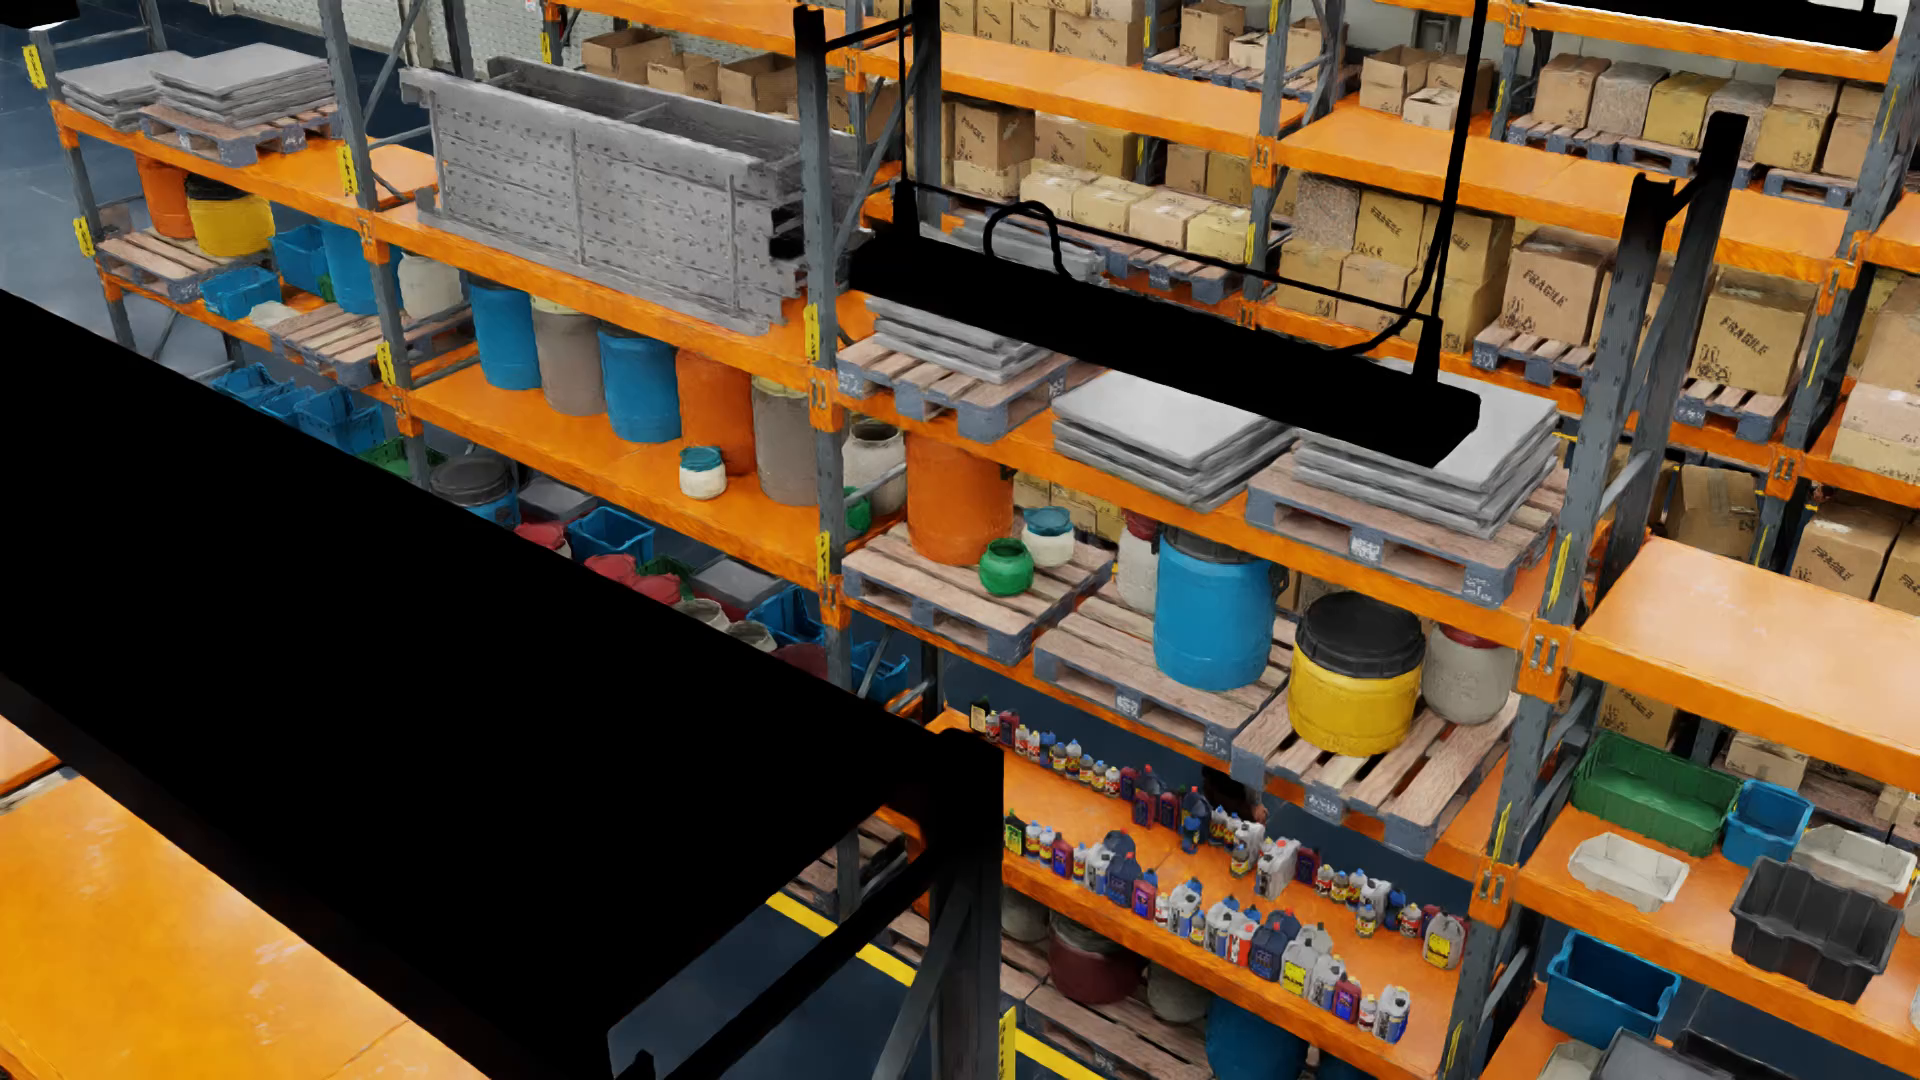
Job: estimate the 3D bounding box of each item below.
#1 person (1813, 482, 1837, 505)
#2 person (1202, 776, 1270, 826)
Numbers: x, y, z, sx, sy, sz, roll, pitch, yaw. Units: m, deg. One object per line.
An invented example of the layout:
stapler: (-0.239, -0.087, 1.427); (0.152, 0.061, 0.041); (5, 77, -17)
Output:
person: (6.936, 0.250, 13.332); (0.506, 1.619, 0.598); (21, 37, 30)
person: (1.853, 1.613, 10.961); (0.576, 1.718, 0.626); (-13, 34, -20)
